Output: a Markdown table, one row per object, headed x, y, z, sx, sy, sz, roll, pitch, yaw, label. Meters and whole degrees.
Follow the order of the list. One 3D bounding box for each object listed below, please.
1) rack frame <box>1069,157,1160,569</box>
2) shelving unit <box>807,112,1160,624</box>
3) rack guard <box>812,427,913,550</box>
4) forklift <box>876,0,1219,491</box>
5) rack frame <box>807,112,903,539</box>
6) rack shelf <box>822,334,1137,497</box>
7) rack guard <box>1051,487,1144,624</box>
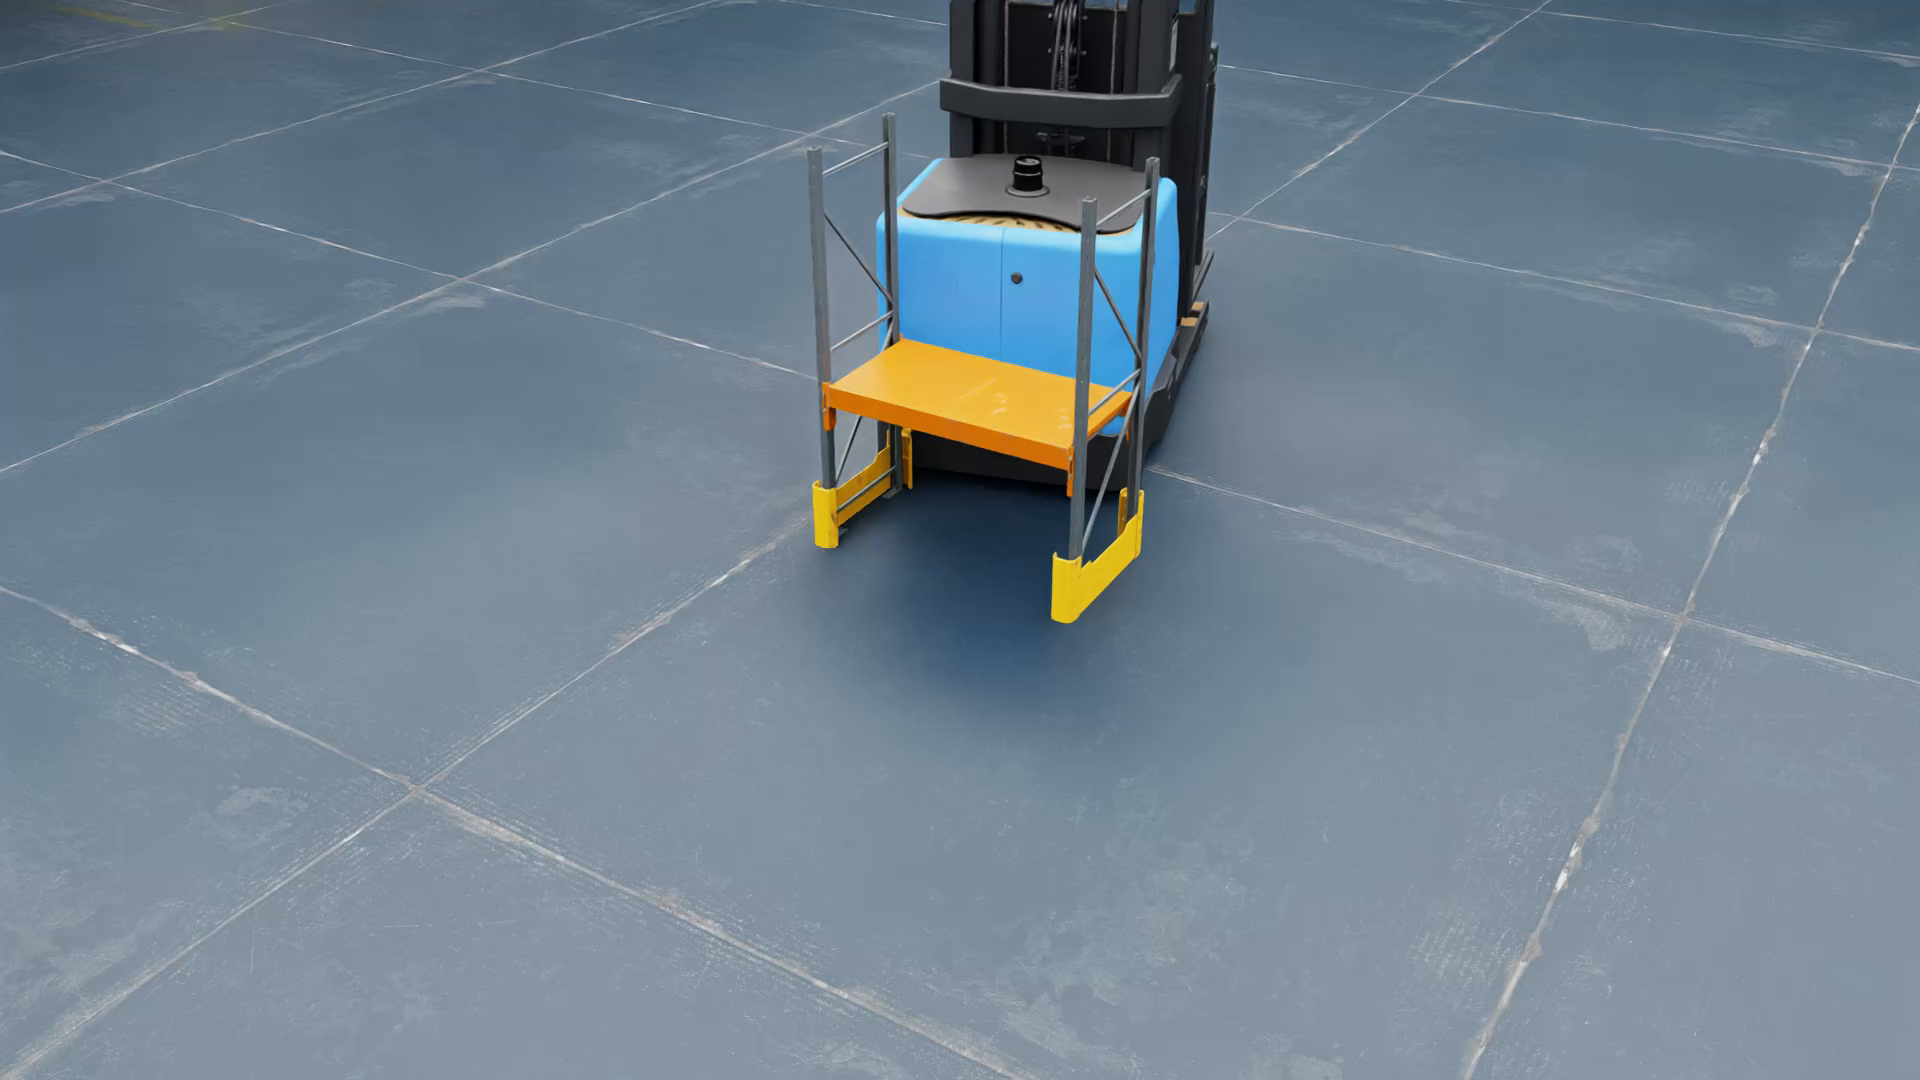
| x | y | z | sx | sy | sz | roll | pitch | yaw | label |
| --- | --- | --- | --- | --- | --- | --- | --- | --- | --- |
| 0.510 | -0.486 | 5.595 | 0.032 | 1.500 | 0.500 | 17 | 34 | 26 | rack frame |
| 0.064 | -0.618 | 5.821 | 1.083 | 1.500 | 0.587 | 17 | 34 | 26 | shelving unit |
| -0.365 | -0.206 | 6.355 | 0.087 | 0.250 | 0.587 | 17 | 34 | 26 | rack guard |
| 0.559 | -2.184 | 7.085 | 1.130 | 2.935 | 3.031 | 8 | 31 | 13 | forklift |
| -0.366 | -0.746 | 6.040 | 0.032 | 1.500 | 0.500 | 17 | 34 | 26 | rack frame |
| 0.072 | -0.461 | 5.908 | 1.000 | 0.185 | 0.538 | 17 | 34 | 26 | rack shelf |
| 0.493 | 0.049 | 5.918 | 0.087 | 0.250 | 0.587 | 17 | 34 | 26 | rack guard |
